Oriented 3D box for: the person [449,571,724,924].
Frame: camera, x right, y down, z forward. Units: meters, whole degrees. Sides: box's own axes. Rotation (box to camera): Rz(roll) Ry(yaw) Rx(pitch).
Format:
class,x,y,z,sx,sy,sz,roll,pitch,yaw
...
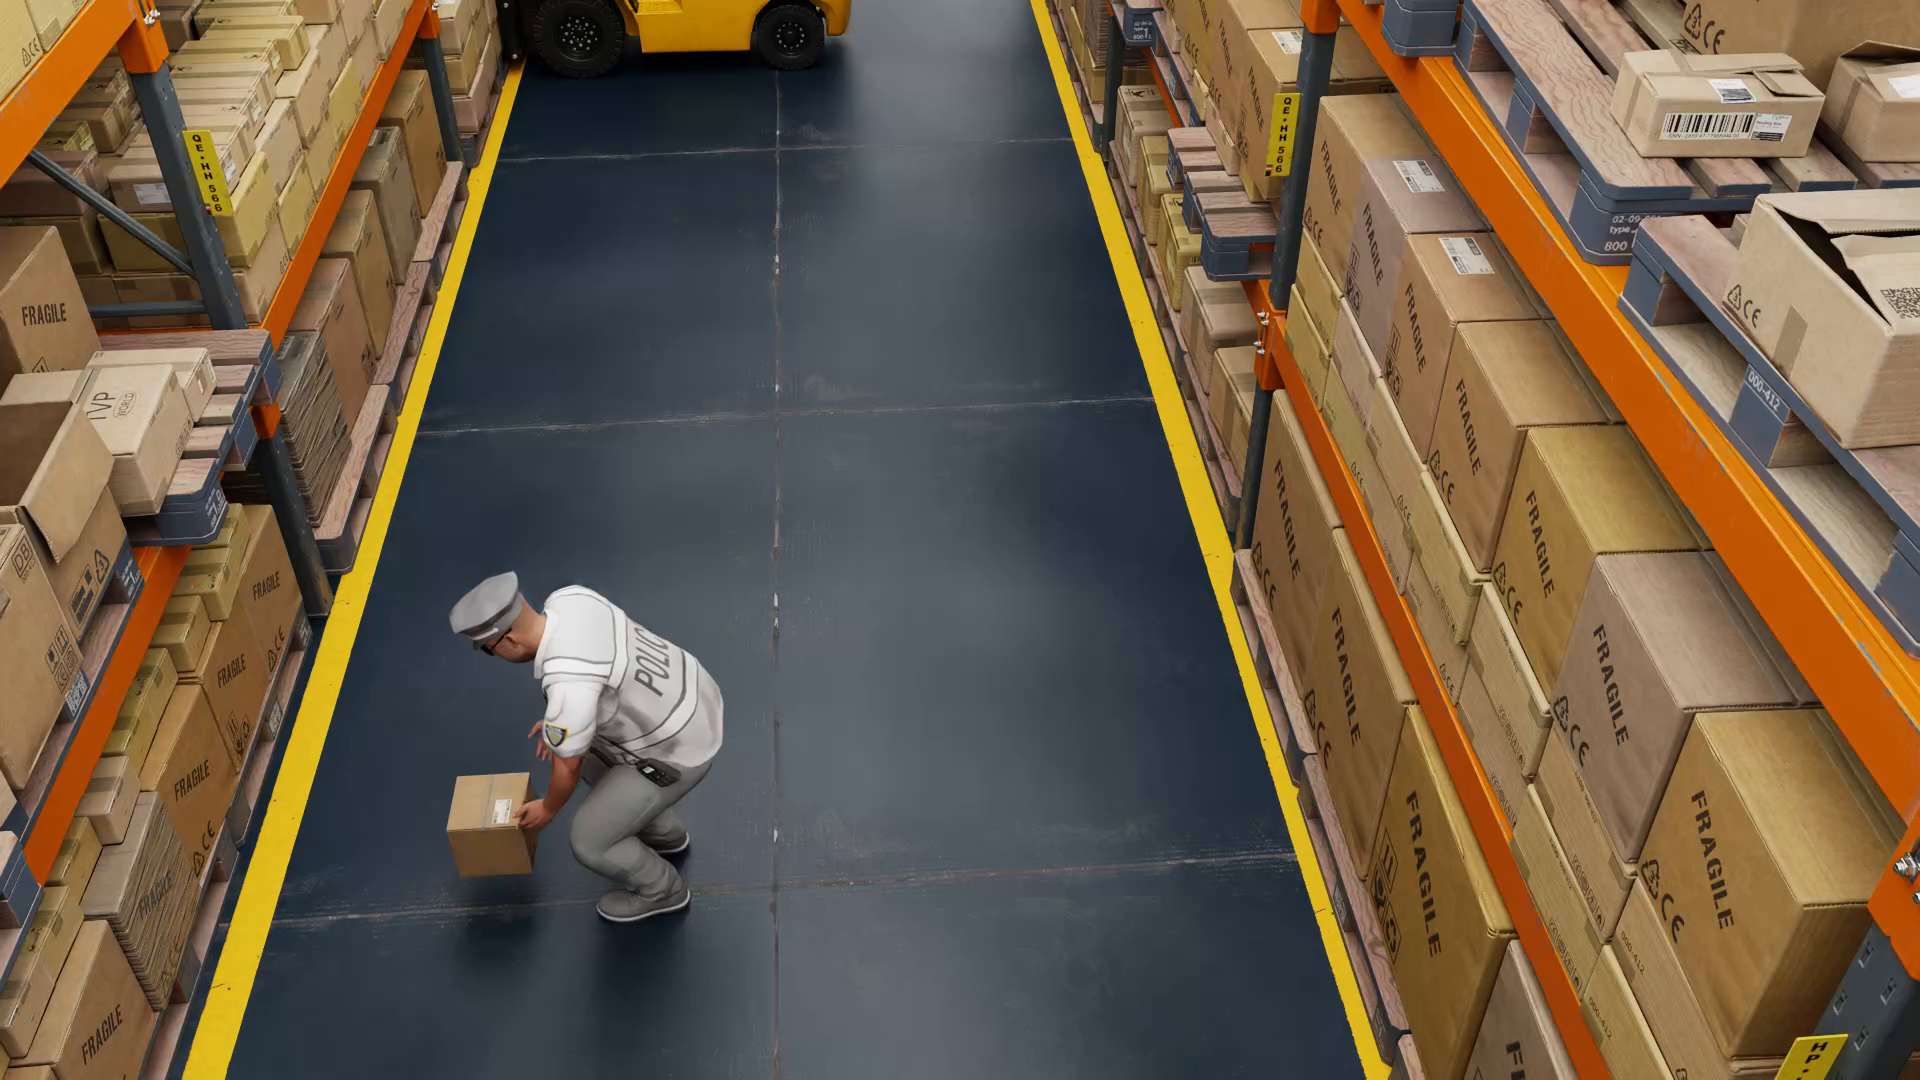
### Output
class,x,y,z,sx,sy,sz,roll,pitch,yaw
person,-1.182,0.689,5.550,0.790,1.440,0.590,-3,39,-4
